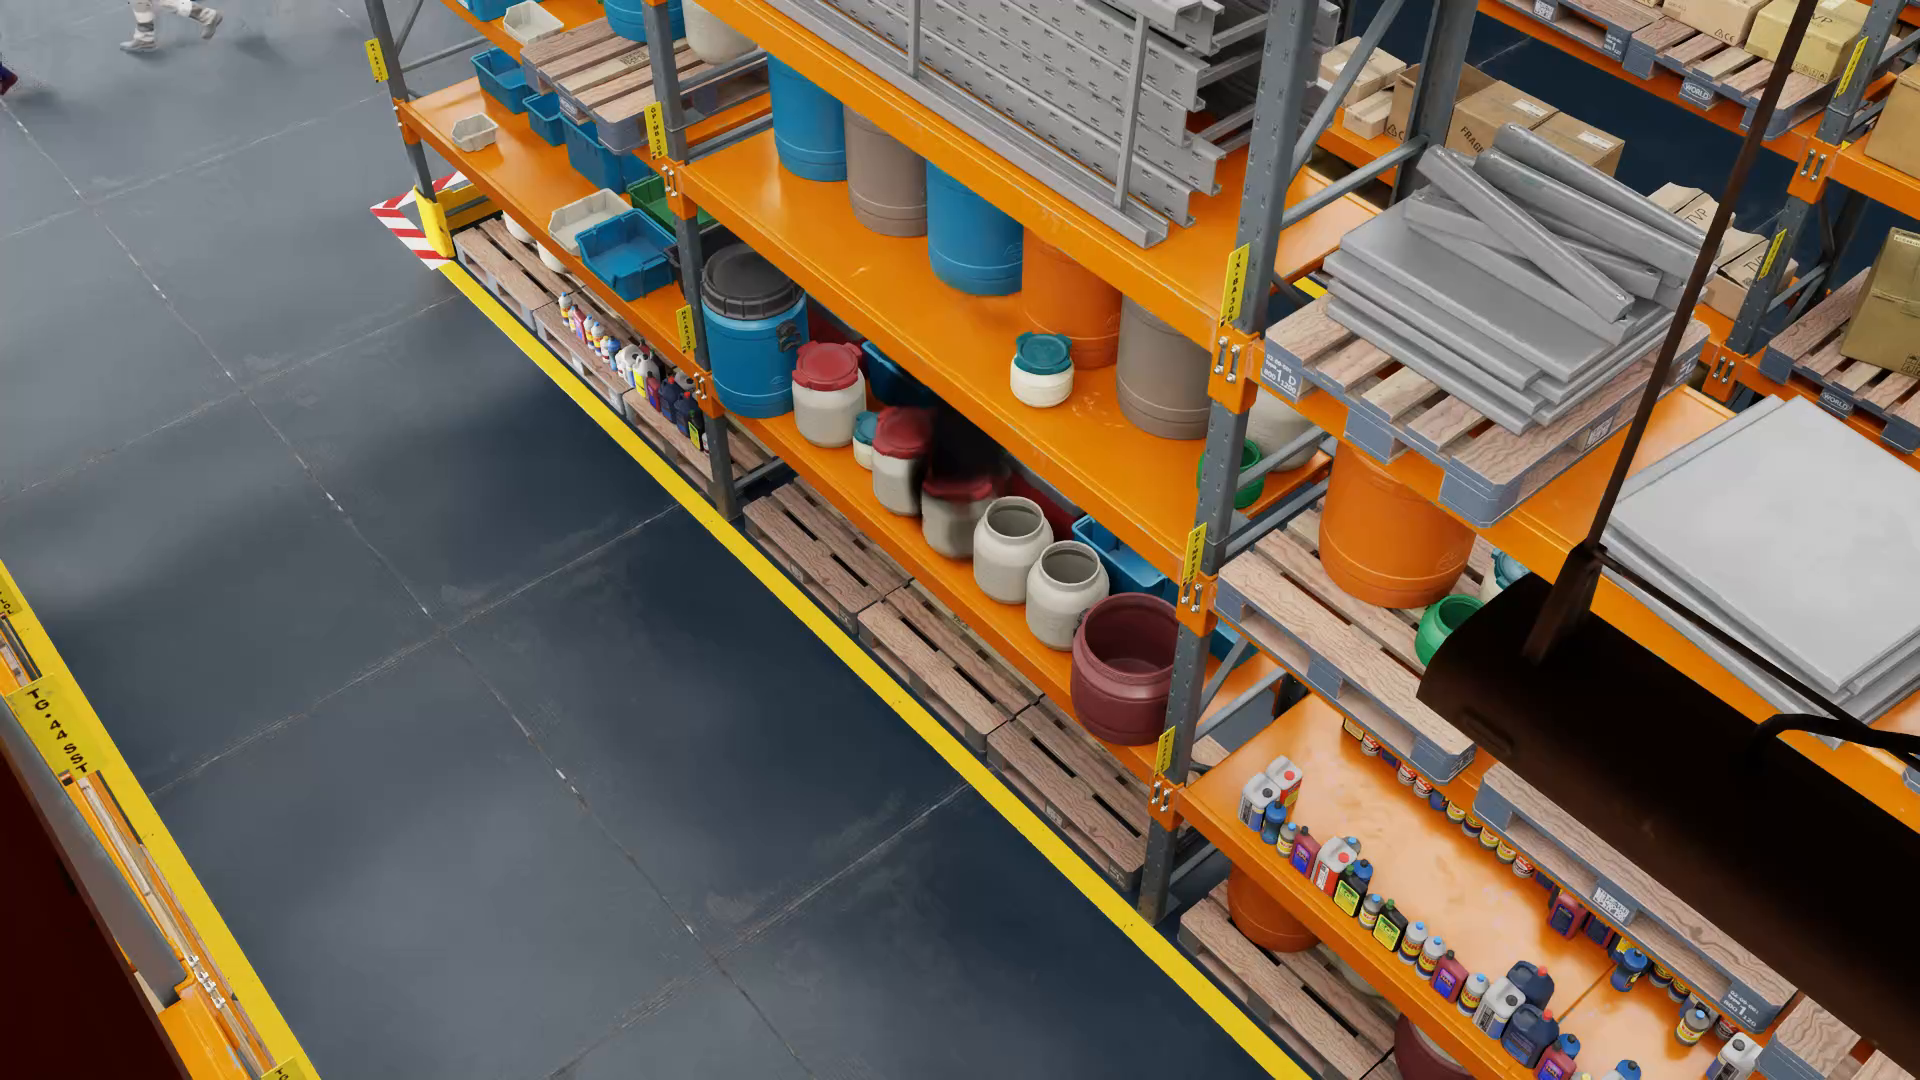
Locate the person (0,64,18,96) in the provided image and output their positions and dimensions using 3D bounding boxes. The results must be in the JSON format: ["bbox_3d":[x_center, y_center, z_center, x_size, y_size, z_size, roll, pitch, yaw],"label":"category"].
[{"bbox_3d":[-8.676,-4.382,14.066,0.857,1.589,0.613,-20,50,-18],"label":"person"}]

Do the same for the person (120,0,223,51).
[{"bbox_3d":[-7.185,-5.146,14.626,0.973,1.768,0.666,-11,48,-11],"label":"person"}]
